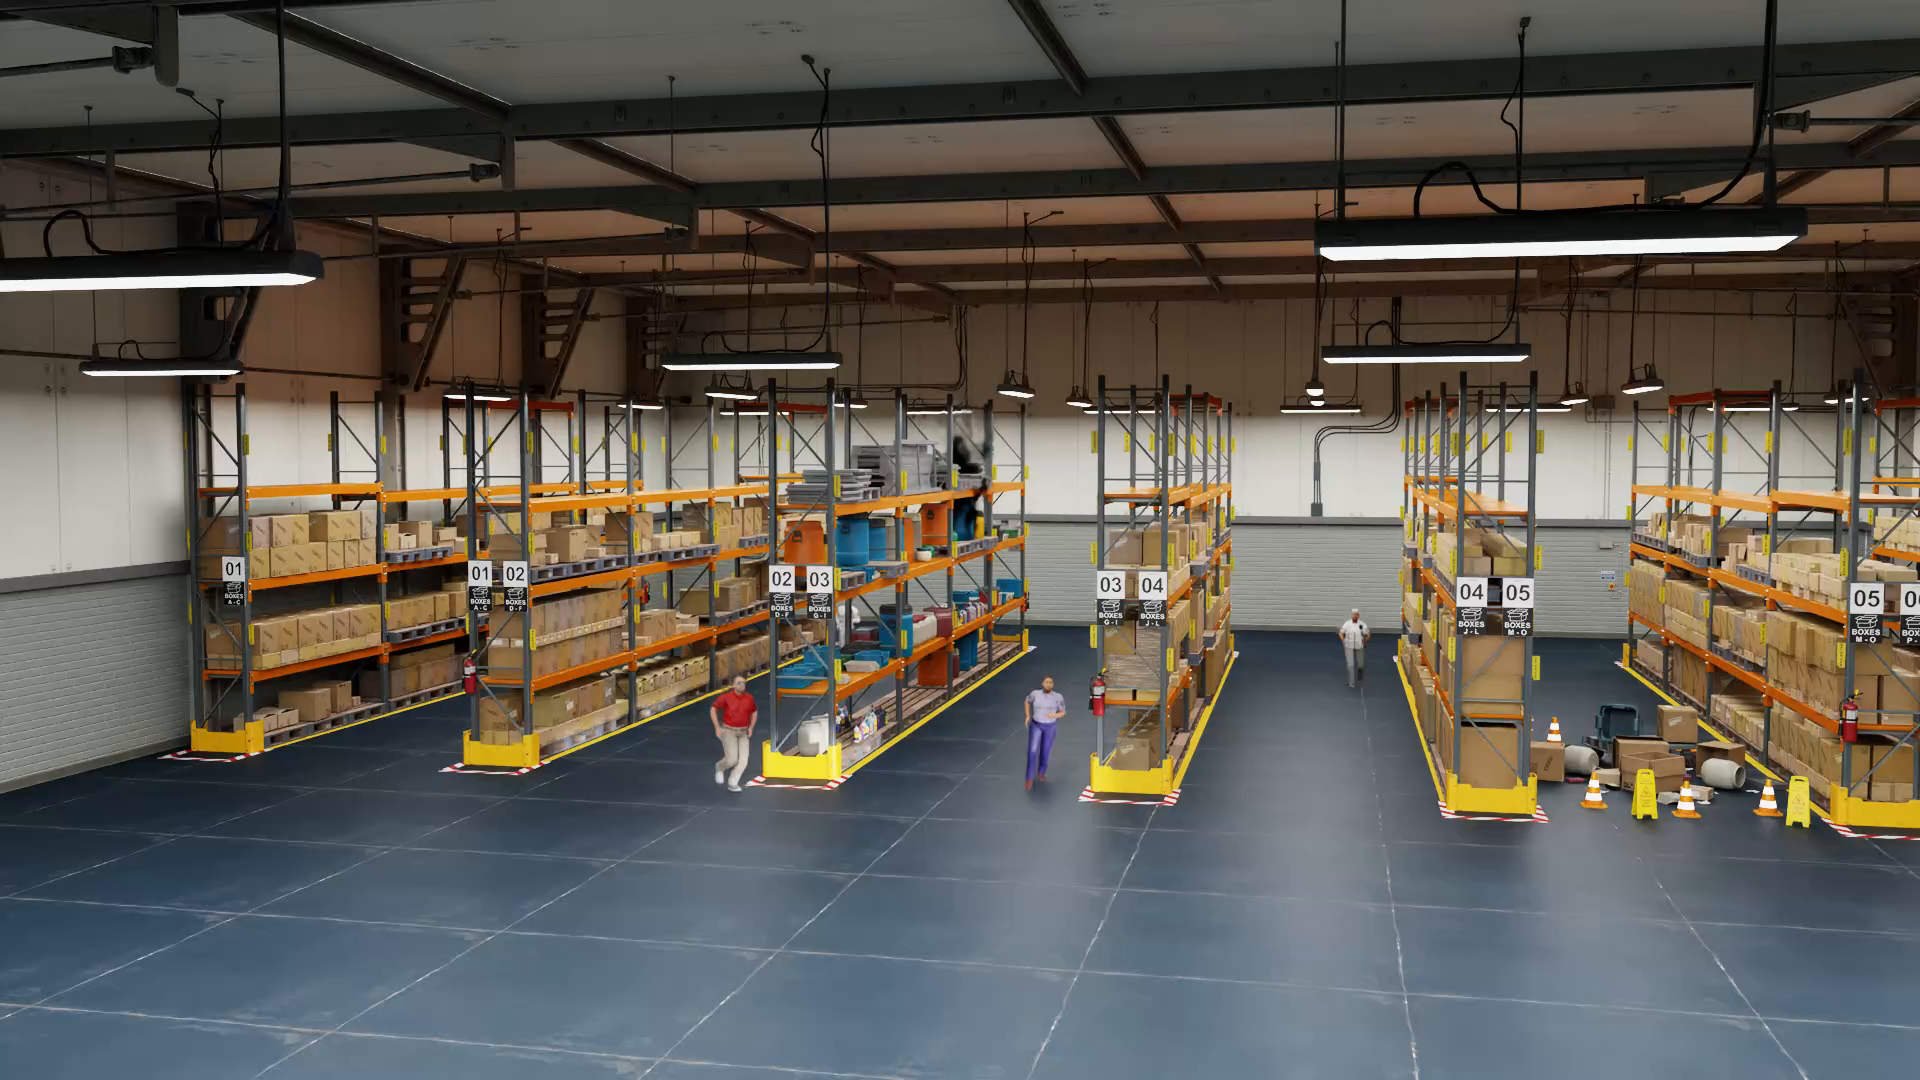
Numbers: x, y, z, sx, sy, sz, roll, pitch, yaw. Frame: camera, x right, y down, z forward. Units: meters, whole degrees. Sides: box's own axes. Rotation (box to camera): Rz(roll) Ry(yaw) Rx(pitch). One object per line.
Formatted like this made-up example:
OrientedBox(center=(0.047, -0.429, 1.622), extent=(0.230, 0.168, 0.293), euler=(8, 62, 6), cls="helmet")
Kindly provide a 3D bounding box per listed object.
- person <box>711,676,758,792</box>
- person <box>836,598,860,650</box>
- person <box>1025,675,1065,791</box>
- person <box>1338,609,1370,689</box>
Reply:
OrientedBox(center=(-3.253, 2.792, 24.089), extent=(0.709, 1.666, 0.567), euler=(-2, 4, -33), cls="person")
OrientedBox(center=(-2.499, 2.051, 36.822), extent=(0.602, 1.740, 0.817), euler=(0, 3, 1), cls="person")
OrientedBox(center=(1.246, 2.811, 24.397), extent=(0.600, 1.680, 0.760), euler=(0, 3, 3), cls="person")
OrientedBox(center=(8.141, 2.231, 34.339), extent=(0.638, 1.626, 0.679), euler=(1, 3, 11), cls="person")
